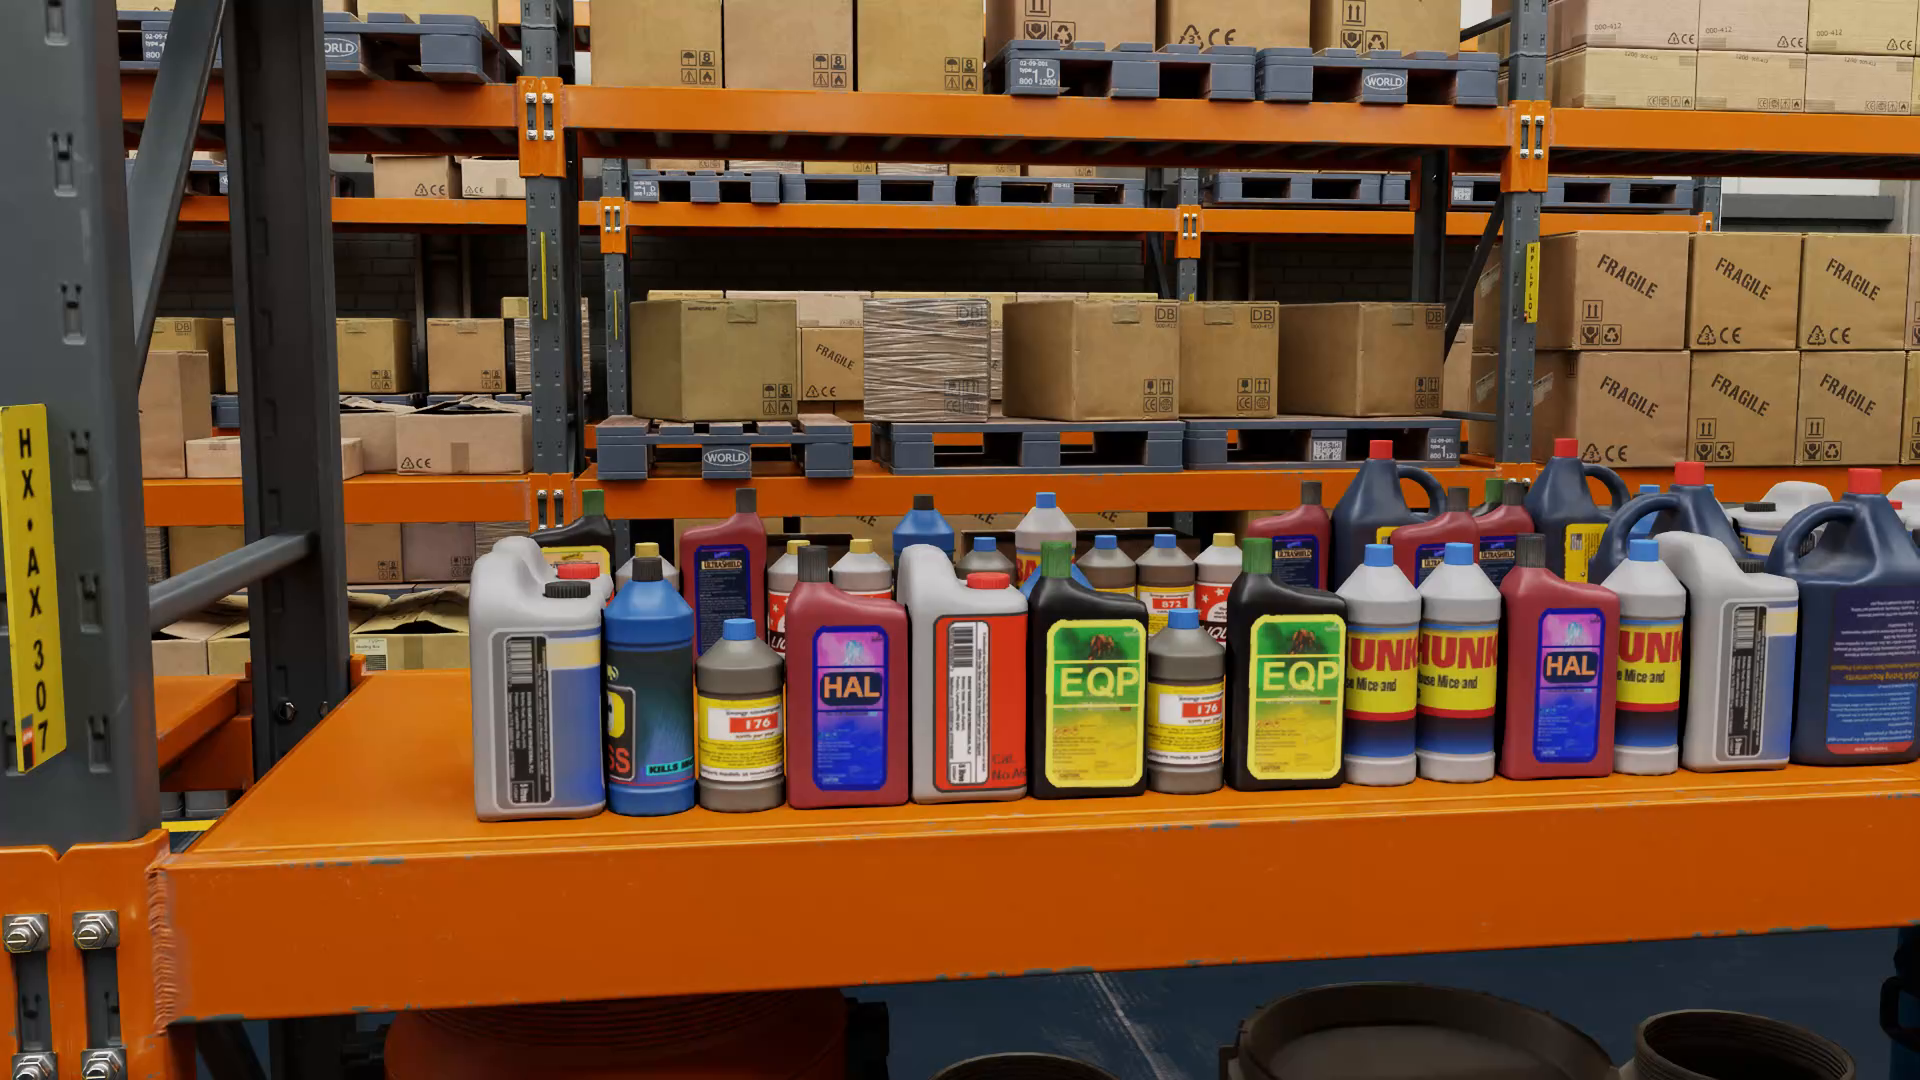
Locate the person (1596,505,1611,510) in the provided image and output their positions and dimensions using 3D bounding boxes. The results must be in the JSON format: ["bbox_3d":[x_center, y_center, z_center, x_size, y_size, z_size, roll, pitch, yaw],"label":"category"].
[{"bbox_3d":[3.871,-0.165,9.572,0.479,1.820,0.544,0,6,-3],"label":"person"}]
